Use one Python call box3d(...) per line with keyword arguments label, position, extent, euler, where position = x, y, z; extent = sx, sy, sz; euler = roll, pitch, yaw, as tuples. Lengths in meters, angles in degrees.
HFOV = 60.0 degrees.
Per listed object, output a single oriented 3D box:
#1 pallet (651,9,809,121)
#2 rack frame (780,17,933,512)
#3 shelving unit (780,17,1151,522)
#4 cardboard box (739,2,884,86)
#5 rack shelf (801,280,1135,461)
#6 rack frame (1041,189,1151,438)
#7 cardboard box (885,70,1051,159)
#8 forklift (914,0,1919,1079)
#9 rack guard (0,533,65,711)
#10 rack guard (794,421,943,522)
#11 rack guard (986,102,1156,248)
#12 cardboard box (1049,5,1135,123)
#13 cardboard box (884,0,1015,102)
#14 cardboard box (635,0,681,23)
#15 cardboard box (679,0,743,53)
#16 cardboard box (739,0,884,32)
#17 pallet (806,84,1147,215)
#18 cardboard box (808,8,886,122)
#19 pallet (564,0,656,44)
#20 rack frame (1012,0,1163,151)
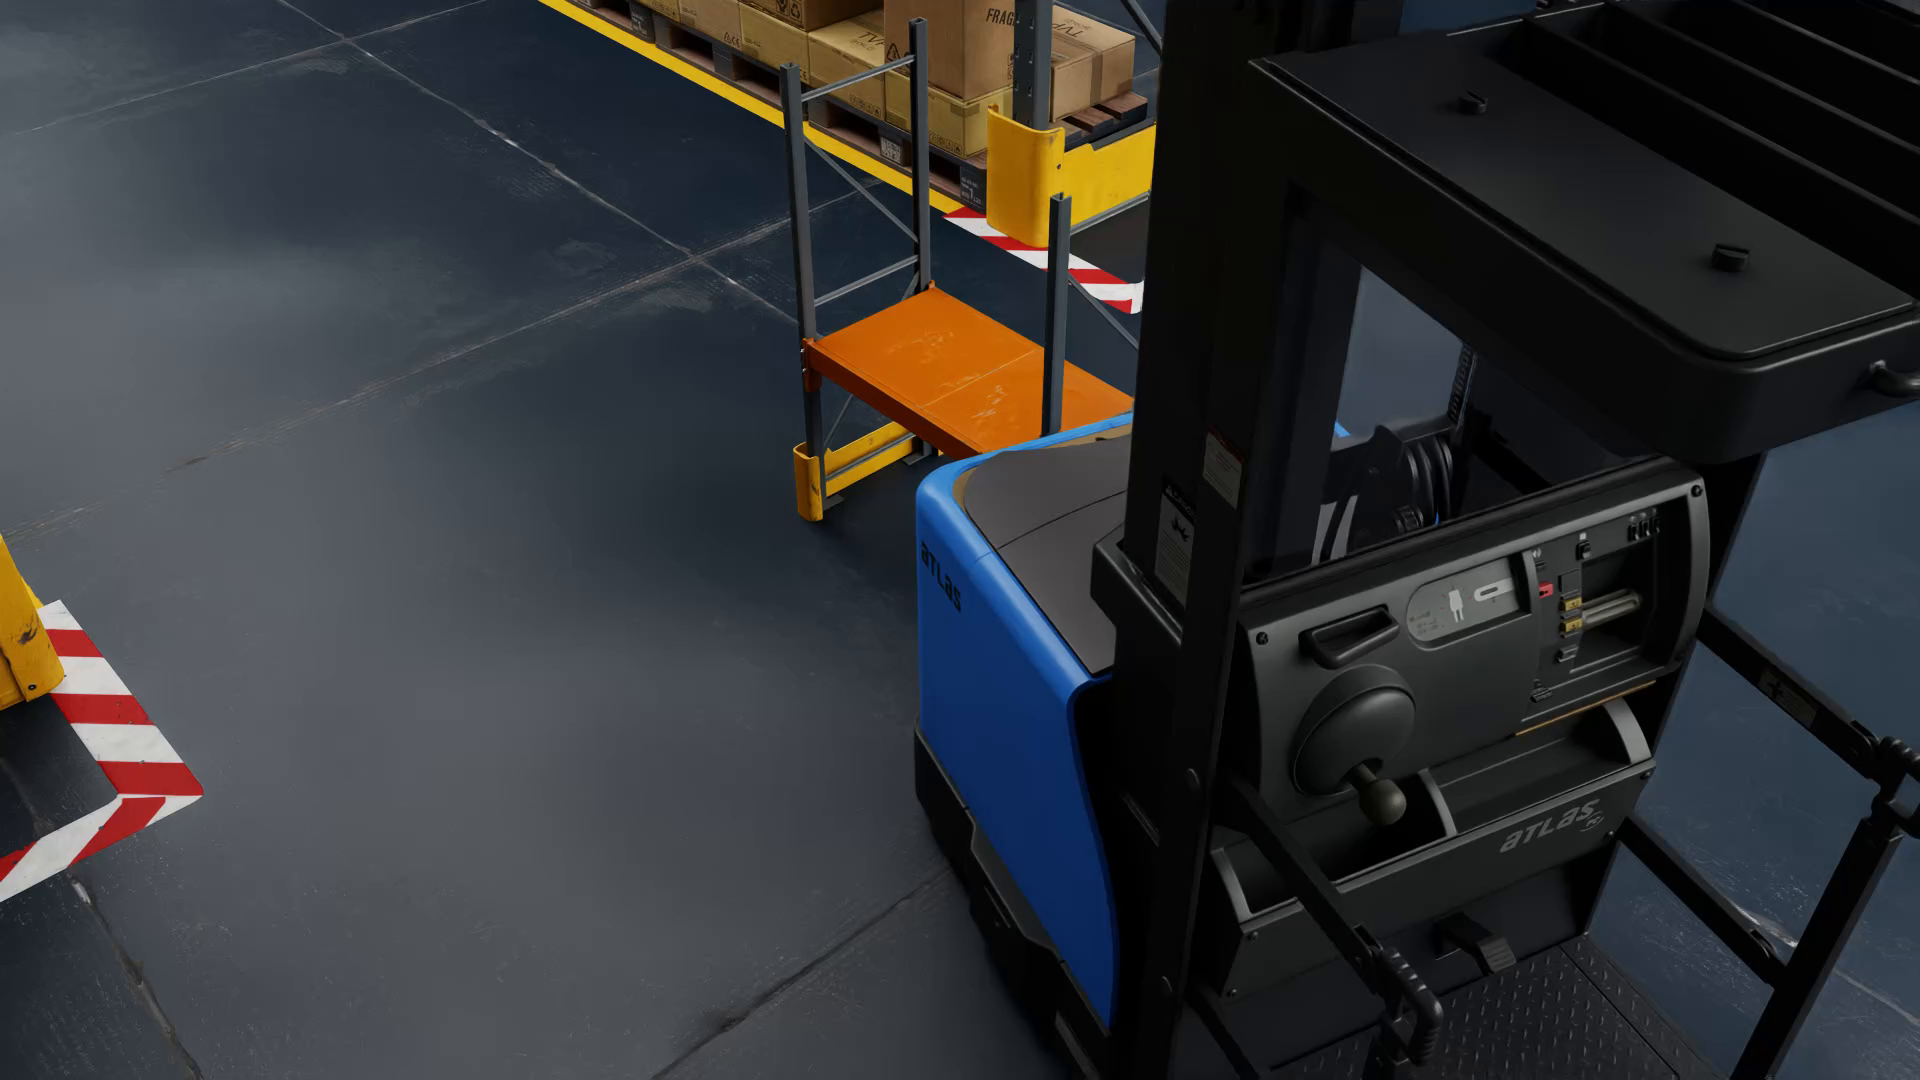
box3d(label="pallet", position=(-0.756, -2.482, 8.155), extent=(1.003, 0.211, 1.213), euler=(-30, 48, -32))
box3d(label="rack frame", position=(-0.286, -0.779, 5.021), extent=(0.500, 1.500, 0.032), euler=(-30, 48, -32))
box3d(label="shelving unit", position=(0.052, -0.548, 4.735), extent=(0.587, 1.500, 1.083), euler=(-30, 48, -32))
box3d(label="cardboard box", position=(-0.654, -2.340, 7.614), extent=(0.500, 0.250, 0.500), euler=(-30, 48, -32))
box3d(label="rack shelf", position=(0.058, -0.404, 4.843), extent=(0.538, 0.185, 1.000), euler=(-30, 48, -32))
box3d(label="rack frame", position=(0.402, -0.309, 4.439), extent=(0.500, 1.500, 0.032), euler=(-30, 48, -32))
box3d(label="cardboard box", position=(0.033, -1.883, 7.048), extent=(0.500, 0.250, 0.500), euler=(-30, 48, -32))
box3d(label="forklift", position=(0.966, 0.250, 2.608), extent=(1.130, 2.935, 3.031), euler=(-16, 42, -19))
box3d(label="rack guard", position=(-3.085, 0.378, 4.385), extent=(1.175, 0.500, 0.348), euler=(-30, 48, -32))
box3d(label="rack guard", position=(-0.285, -0.292, 5.413), extent=(0.587, 0.250, 0.087), euler=(-30, 48, -32))
box3d(label="rack guard", position=(0.629, -1.683, 6.936), extent=(1.175, 0.500, 0.348), euler=(-30, 48, -32))
box3d(label="cardboard box", position=(0.414, -2.103, 7.321), extent=(0.500, 0.250, 0.500), euler=(-30, 48, -32))
box3d(label="cardboard box", position=(0.031, -2.174, 6.811), extent=(0.500, 0.500, 0.500), euler=(-30, 48, -32))
box3d(label="cardboard box", position=(-1.333, -2.801, 8.185), extent=(0.500, 0.250, 0.500), euler=(-30, 48, -32))
box3d(label="cardboard box", position=(-0.991, -2.572, 7.901), extent=(0.500, 0.250, 0.500), euler=(-30, 48, -32))
box3d(label="cardboard box", position=(-0.656, -2.630, 7.377), extent=(0.500, 0.500, 0.500), euler=(-30, 48, -32))
box3d(label="pallet", position=(0.065, -1.918, 7.457), extent=(1.003, 0.211, 1.213), euler=(-30, 48, -32))
box3d(label="cardboard box", position=(-0.314, -2.109, 7.328), extent=(0.500, 0.250, 0.500), euler=(-30, 48, -32))
box3d(label="pallet", position=(-1.585, -3.047, 8.855), extent=(1.003, 0.211, 1.213), euler=(-30, 48, -32))
box3d(label="rack frame", position=(0.613, -2.667, 6.164), extent=(1.000, 3.000, 0.127), euler=(-30, 48, -32))
